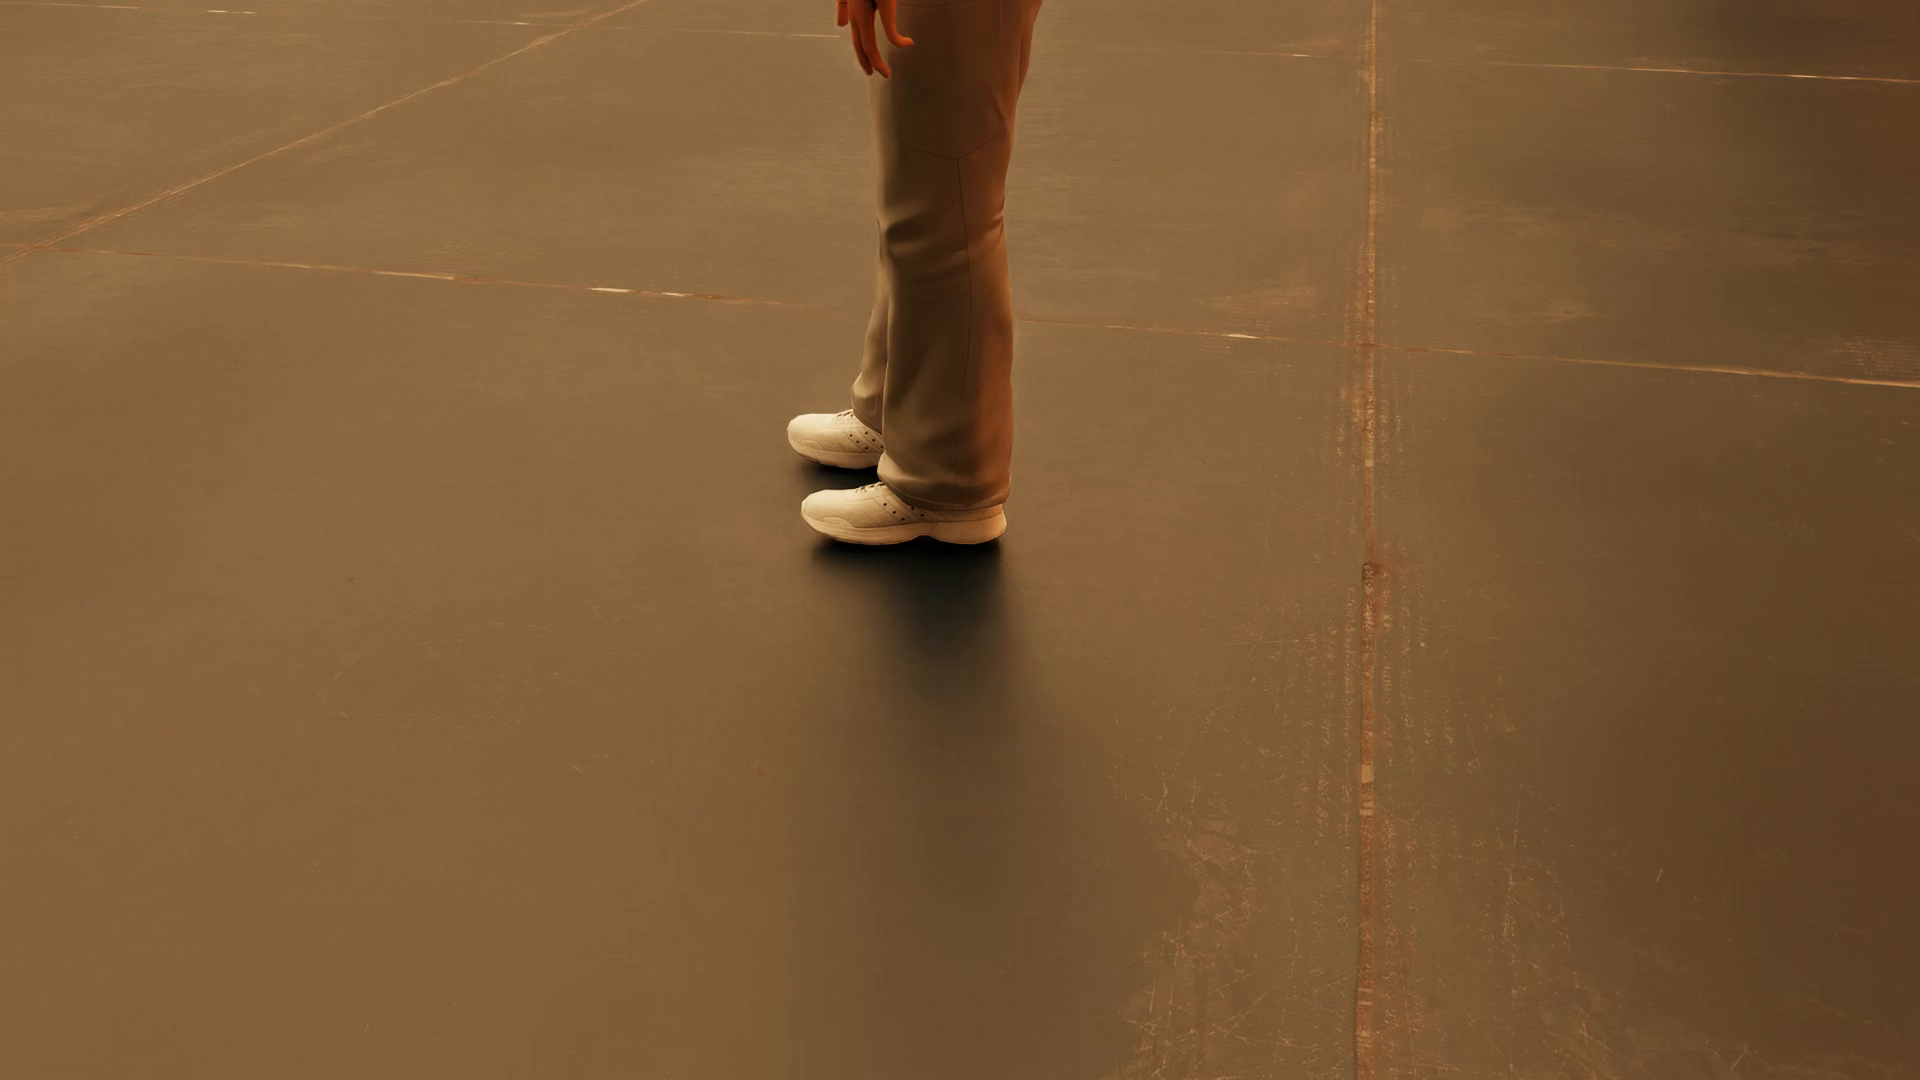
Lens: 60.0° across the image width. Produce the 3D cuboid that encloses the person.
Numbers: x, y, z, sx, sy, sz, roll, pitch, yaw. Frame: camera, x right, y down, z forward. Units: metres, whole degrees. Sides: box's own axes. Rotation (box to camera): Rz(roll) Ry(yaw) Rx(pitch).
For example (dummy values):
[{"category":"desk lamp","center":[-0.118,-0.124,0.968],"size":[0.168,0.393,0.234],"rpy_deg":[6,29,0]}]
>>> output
[{"category":"person","center":[-0.069,-0.768,2.145],"size":[0.549,1.676,0.549],"rpy_deg":[6,27,11]}]
